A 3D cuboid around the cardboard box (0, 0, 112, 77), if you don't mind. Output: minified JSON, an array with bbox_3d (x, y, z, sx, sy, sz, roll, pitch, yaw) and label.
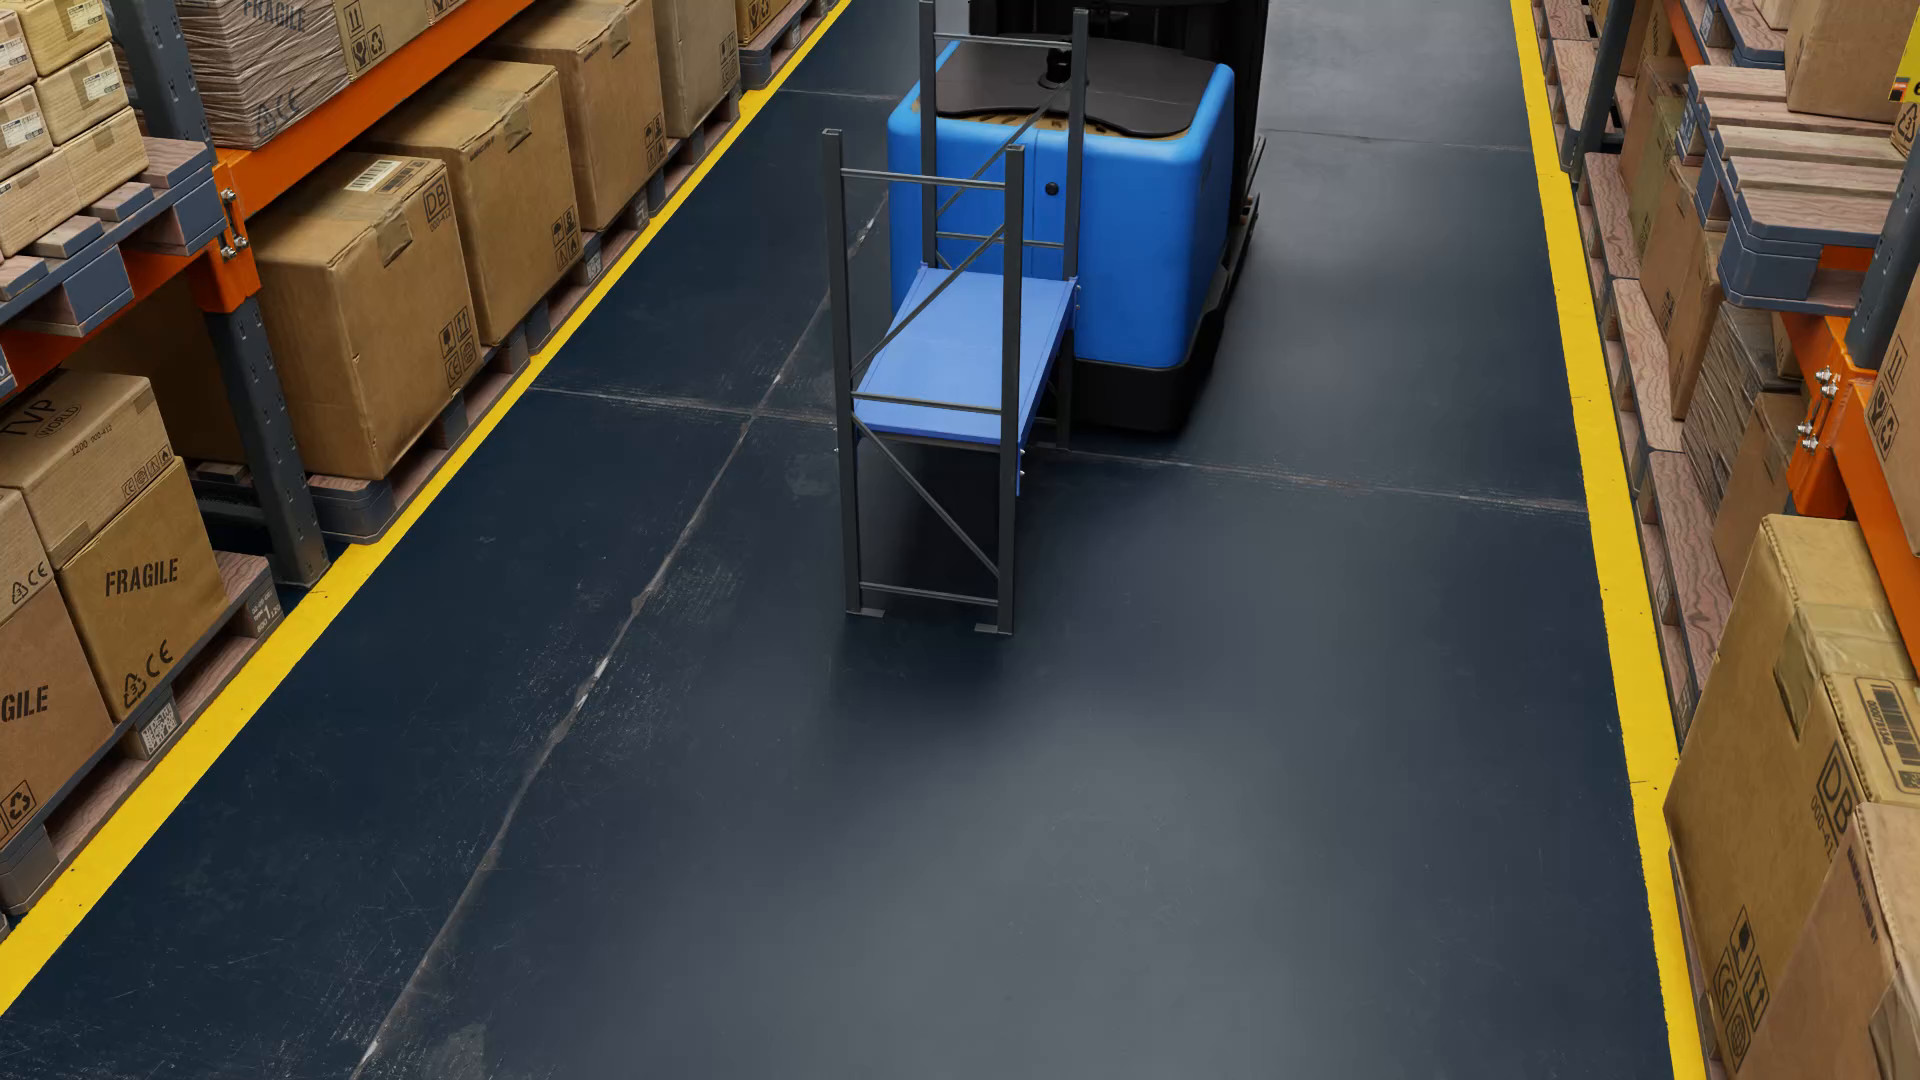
[{"bbox_3d":[-2.098,-1.129,3.601,0.380,0.149,0.250,6,36,8],"label":"cardboard box"}]

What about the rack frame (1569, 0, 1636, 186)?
[{"bbox_3d":[3.237,-2.772,6.519,1.000,3.000,0.127,7,37,10],"label":"rack frame"}]

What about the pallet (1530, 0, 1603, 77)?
[{"bbox_3d":[3.604,-2.734,8.843,1.003,0.211,1.213,7,37,10],"label":"pallet"}]

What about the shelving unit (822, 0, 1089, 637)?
[{"bbox_3d":[0.018,-0.656,4.877,0.538,1.500,1.048,7,37,10],"label":"shelving unit"}]

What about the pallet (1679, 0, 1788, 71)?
[{"bbox_3d":[2.765,-1.541,4.984,1.003,0.211,1.213,7,37,10],"label":"pallet"}]

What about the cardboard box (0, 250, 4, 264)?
[{"bbox_3d":[-2.207,-0.597,3.374,0.380,0.149,0.250,8,37,11],"label":"cardboard box"}]

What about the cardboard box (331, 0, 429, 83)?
[{"bbox_3d":[-1.976,-1.715,4.974,0.500,0.500,0.500,7,37,10],"label":"cardboard box"}]

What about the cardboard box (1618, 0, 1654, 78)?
[{"bbox_3d":[3.476,-2.484,7.893,0.500,0.500,0.500,19,40,24],"label":"cardboard box"}]

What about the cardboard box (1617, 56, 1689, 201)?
[{"bbox_3d":[3.085,-1.589,6.641,0.700,0.500,0.500,5,36,6],"label":"cardboard box"}]

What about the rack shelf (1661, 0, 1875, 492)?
[{"bbox_3d":[2.810,-1.334,5.148,1.077,0.370,4.000,7,37,10],"label":"rack shelf"}]

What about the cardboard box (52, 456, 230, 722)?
[{"bbox_3d":[-2.326,0.094,4.337,0.500,0.500,0.500,7,37,10],"label":"cardboard box"}]

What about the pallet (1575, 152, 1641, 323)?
[{"bbox_3d":[3.072,-1.197,6.721,1.003,0.211,1.213,7,37,10],"label":"pallet"}]

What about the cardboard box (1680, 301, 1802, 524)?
[{"bbox_3d":[2.612,-0.351,4.934,0.700,0.500,0.500,4,36,6],"label":"cardboard box"}]

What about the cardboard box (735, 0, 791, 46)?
[{"bbox_3d":[-1.384,-3.113,8.442,0.875,0.875,0.875,8,37,11],"label":"cardboard box"}]

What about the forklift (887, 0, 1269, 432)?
[{"bbox_3d":[0.637,-2.418,6.089,1.130,2.935,3.031,9,37,13],"label":"forklift"}]

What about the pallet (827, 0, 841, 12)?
[{"bbox_3d":[-1.090,-3.450,9.831,1.003,0.211,1.213,7,37,10],"label":"pallet"}]

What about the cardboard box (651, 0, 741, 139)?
[{"bbox_3d":[-1.632,-2.344,7.487,1.050,0.750,0.750,7,37,10],"label":"cardboard box"}]

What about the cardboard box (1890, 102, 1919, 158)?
[{"bbox_3d":[2.459,-1.004,3.636,0.500,0.500,0.500,3,36,4],"label":"cardboard box"}]

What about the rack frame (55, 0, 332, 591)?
[{"bbox_3d":[-2.441,-1.159,4.293,1.000,3.000,0.127,7,37,10],"label":"rack frame"}]

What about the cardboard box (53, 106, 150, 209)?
[{"bbox_3d":[-2.098,-0.887,3.773,0.380,0.149,0.250,8,37,11],"label":"cardboard box"}]

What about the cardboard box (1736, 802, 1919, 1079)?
[{"bbox_3d":[2.017,1.114,2.609,1.225,0.875,0.875,7,37,10],"label":"cardboard box"}]

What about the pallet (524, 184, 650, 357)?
[{"bbox_3d":[-1.936,-1.169,6.684,1.003,0.211,1.213,7,37,10],"label":"pallet"}]

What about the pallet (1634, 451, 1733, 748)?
[{"bbox_3d":[2.551,0.202,4.791,1.003,0.211,1.213,7,37,10],"label":"pallet"}]

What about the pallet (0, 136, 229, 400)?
[{"bbox_3d":[-2.489,-0.659,3.767,1.213,0.211,1.003,7,37,10],"label":"pallet"}]

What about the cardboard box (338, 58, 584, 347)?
[{"bbox_3d":[-2.040,-1.257,5.988,1.050,0.750,0.750,8,37,11],"label":"cardboard box"}]

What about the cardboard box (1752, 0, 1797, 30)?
[{"bbox_3d":[2.475,-1.584,4.637,0.396,0.266,0.258,6,36,9],"label":"cardboard box"}]

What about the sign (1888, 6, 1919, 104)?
[{"bbox_3d":[1.851,-0.978,3.125,0.100,0.325,0.005,7,37,10],"label":"sign"}]

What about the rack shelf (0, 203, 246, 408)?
[{"bbox_3d":[-2.868,0.279,2.922,1.077,0.370,4.000,7,37,10],"label":"rack shelf"}]

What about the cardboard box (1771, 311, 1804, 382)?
[{"bbox_3d":[2.600,-0.642,4.696,0.500,0.250,0.500,11,37,15],"label":"cardboard box"}]

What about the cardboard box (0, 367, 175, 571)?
[{"bbox_3d":[-2.331,-0.195,4.097,0.500,0.250,0.500,6,36,9],"label":"cardboard box"}]

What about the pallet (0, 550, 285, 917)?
[{"bbox_3d":[-2.610,0.418,4.493,1.003,0.211,1.213,7,37,10],"label":"pallet"}]

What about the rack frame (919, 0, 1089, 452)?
[{"bbox_3d":[0.127,-0.948,5.279,0.500,1.500,0.032,7,37,10],"label":"rack frame"}]

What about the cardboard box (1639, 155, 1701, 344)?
[{"bbox_3d":[2.846,-0.997,5.825,0.700,0.500,0.500,4,36,6],"label":"cardboard box"}]

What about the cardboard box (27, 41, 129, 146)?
[{"bbox_3d":[-2.102,-1.007,3.686,0.380,0.149,0.250,8,37,11],"label":"cardboard box"}]
